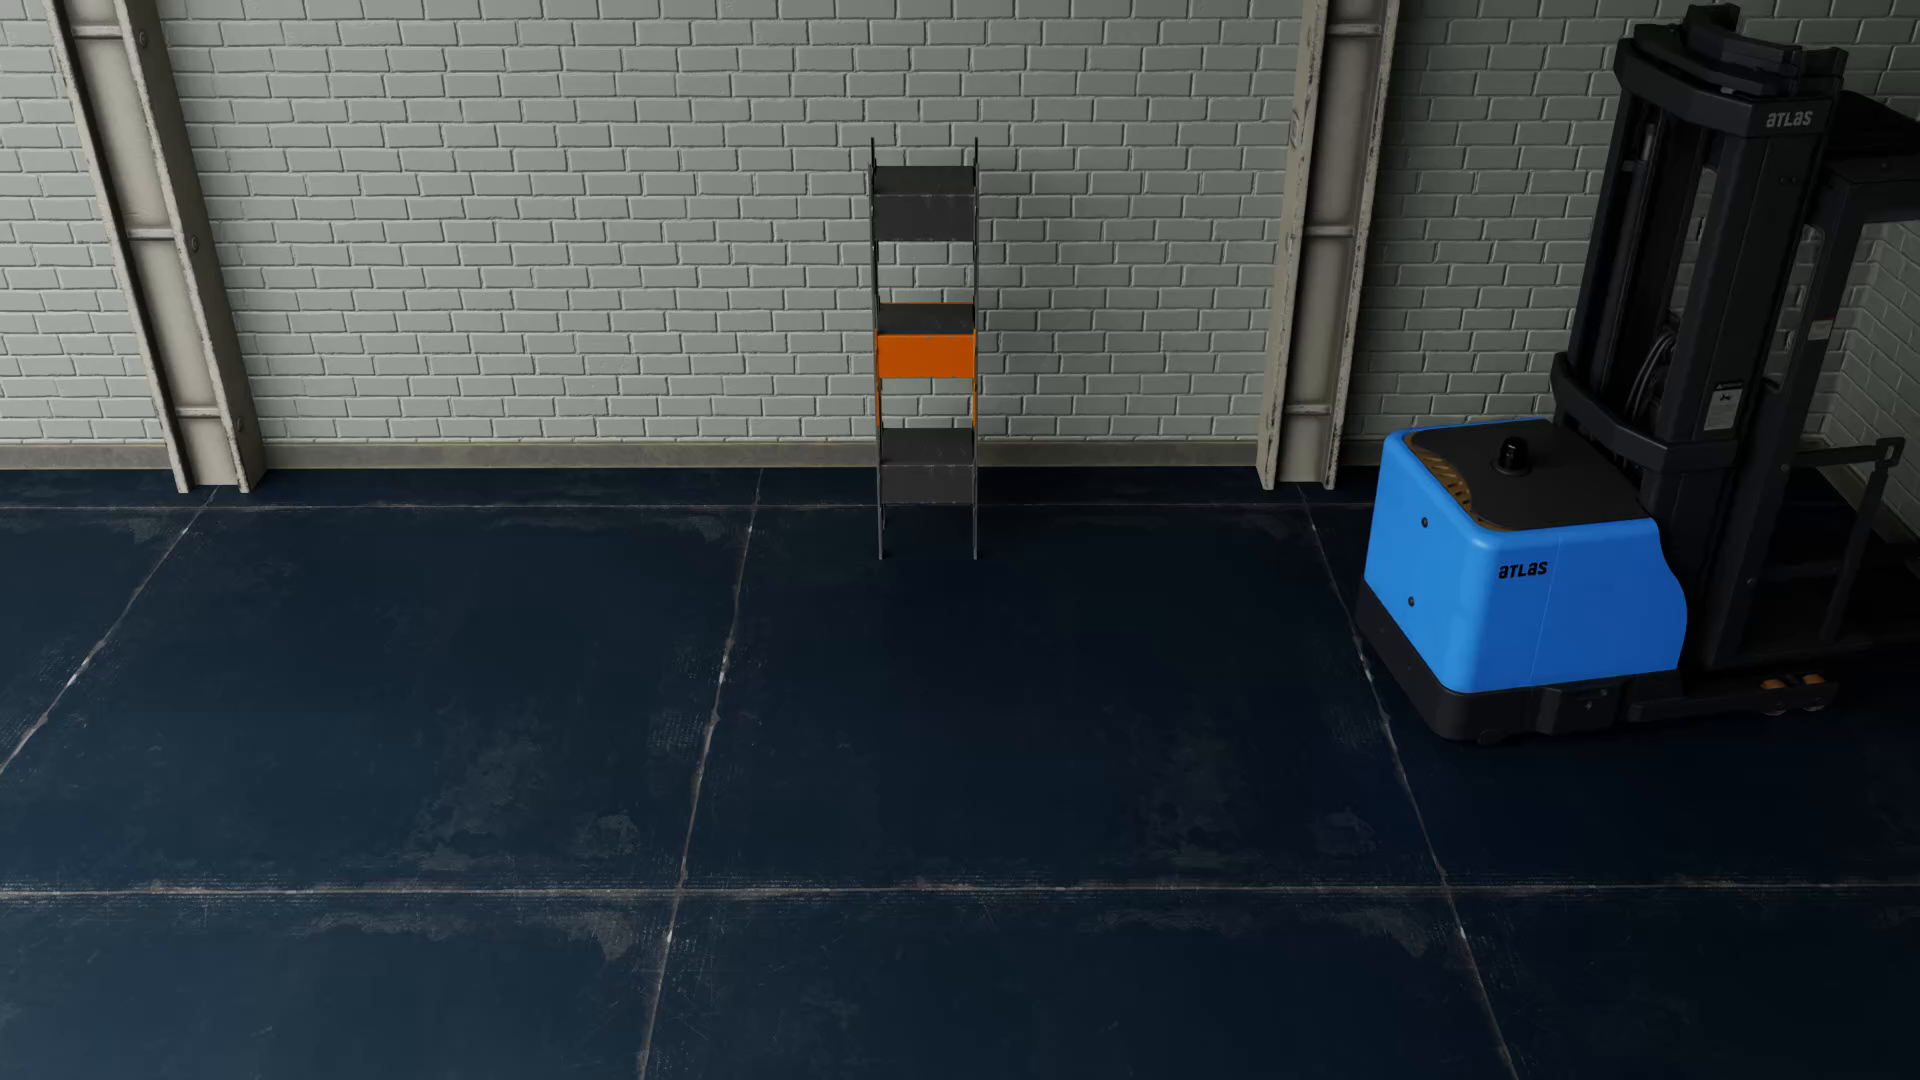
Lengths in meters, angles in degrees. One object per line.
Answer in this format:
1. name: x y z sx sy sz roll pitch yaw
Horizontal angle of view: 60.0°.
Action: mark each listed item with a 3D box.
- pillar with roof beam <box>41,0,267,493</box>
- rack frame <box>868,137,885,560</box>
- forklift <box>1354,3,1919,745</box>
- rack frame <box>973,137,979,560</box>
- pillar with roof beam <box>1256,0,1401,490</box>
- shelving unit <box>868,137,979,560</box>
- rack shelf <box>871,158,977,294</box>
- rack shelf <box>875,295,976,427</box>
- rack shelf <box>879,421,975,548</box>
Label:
1. pillar with roof beam: -4.093 -1.956 3.298 0.400 9.000 9.100 0 31 0
2. rack frame: -0.410 -0.896 8.203 0.015 2.100 0.400 0 31 0
3. forklift: 3.462 -0.729 7.126 3.031 2.935 1.130 -6 32 -9
4. rack frame: 0.078 -0.898 8.206 0.015 2.100 0.400 0 31 0
5. pillar with roof beam: 1.907 -1.974 3.329 0.400 9.000 9.100 0 31 0
6. shelving unit: -0.166 -0.897 8.204 0.503 2.100 0.431 0 31 0
7. rack shelf: -0.166 -1.484 7.848 0.480 0.518 0.431 0 31 0
8. rack shelf: -0.166 -0.885 8.212 0.480 0.518 0.431 0 31 0
9. rack shelf: -0.166 -0.287 8.575 0.480 0.518 0.431 0 31 0
